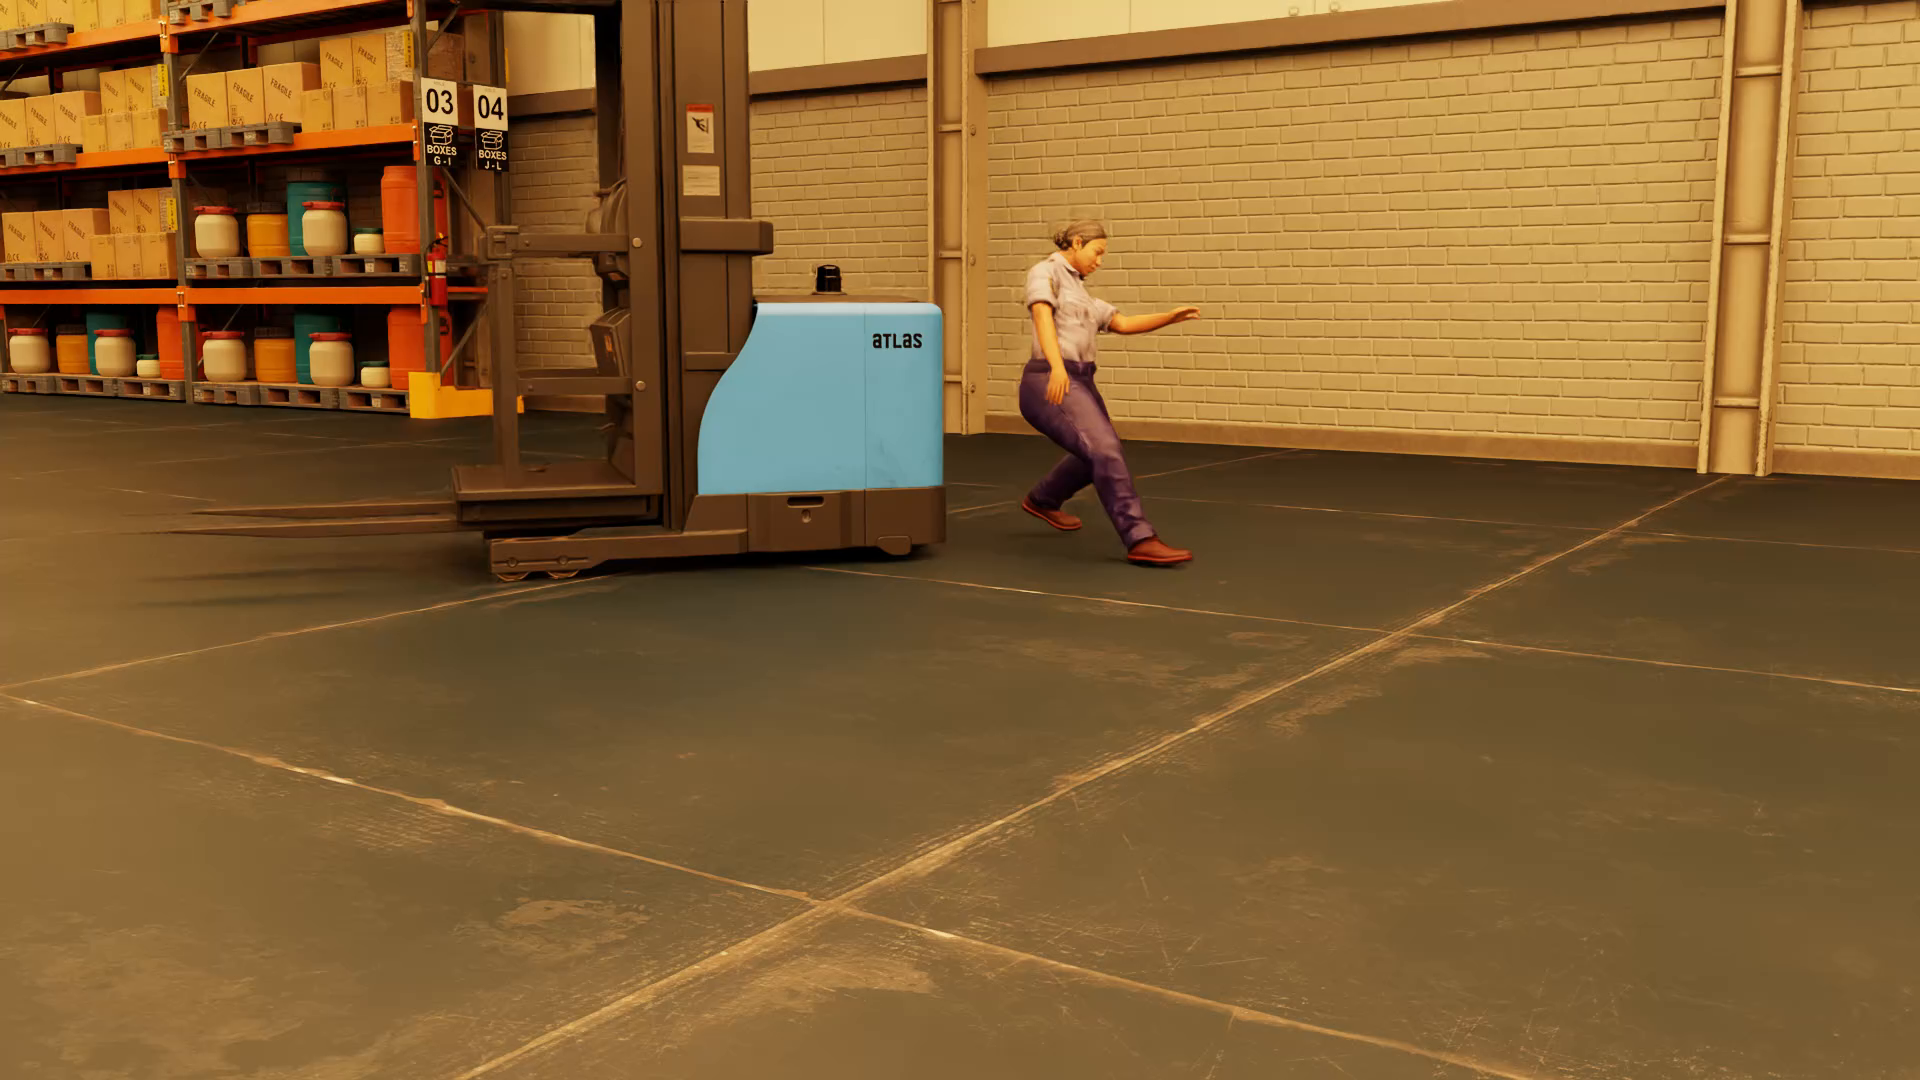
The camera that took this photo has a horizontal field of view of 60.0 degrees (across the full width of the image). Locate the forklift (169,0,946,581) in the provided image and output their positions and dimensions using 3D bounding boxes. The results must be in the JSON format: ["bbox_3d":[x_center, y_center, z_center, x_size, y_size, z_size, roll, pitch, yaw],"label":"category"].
[{"bbox_3d":[-1.634,-1.373,6.846,3.031,2.935,1.130,-3,8,-17],"label":"forklift"}]

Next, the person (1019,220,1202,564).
[{"bbox_3d":[0.630,-0.674,7.257,1.030,1.418,0.958,3,9,22],"label":"person"}]
